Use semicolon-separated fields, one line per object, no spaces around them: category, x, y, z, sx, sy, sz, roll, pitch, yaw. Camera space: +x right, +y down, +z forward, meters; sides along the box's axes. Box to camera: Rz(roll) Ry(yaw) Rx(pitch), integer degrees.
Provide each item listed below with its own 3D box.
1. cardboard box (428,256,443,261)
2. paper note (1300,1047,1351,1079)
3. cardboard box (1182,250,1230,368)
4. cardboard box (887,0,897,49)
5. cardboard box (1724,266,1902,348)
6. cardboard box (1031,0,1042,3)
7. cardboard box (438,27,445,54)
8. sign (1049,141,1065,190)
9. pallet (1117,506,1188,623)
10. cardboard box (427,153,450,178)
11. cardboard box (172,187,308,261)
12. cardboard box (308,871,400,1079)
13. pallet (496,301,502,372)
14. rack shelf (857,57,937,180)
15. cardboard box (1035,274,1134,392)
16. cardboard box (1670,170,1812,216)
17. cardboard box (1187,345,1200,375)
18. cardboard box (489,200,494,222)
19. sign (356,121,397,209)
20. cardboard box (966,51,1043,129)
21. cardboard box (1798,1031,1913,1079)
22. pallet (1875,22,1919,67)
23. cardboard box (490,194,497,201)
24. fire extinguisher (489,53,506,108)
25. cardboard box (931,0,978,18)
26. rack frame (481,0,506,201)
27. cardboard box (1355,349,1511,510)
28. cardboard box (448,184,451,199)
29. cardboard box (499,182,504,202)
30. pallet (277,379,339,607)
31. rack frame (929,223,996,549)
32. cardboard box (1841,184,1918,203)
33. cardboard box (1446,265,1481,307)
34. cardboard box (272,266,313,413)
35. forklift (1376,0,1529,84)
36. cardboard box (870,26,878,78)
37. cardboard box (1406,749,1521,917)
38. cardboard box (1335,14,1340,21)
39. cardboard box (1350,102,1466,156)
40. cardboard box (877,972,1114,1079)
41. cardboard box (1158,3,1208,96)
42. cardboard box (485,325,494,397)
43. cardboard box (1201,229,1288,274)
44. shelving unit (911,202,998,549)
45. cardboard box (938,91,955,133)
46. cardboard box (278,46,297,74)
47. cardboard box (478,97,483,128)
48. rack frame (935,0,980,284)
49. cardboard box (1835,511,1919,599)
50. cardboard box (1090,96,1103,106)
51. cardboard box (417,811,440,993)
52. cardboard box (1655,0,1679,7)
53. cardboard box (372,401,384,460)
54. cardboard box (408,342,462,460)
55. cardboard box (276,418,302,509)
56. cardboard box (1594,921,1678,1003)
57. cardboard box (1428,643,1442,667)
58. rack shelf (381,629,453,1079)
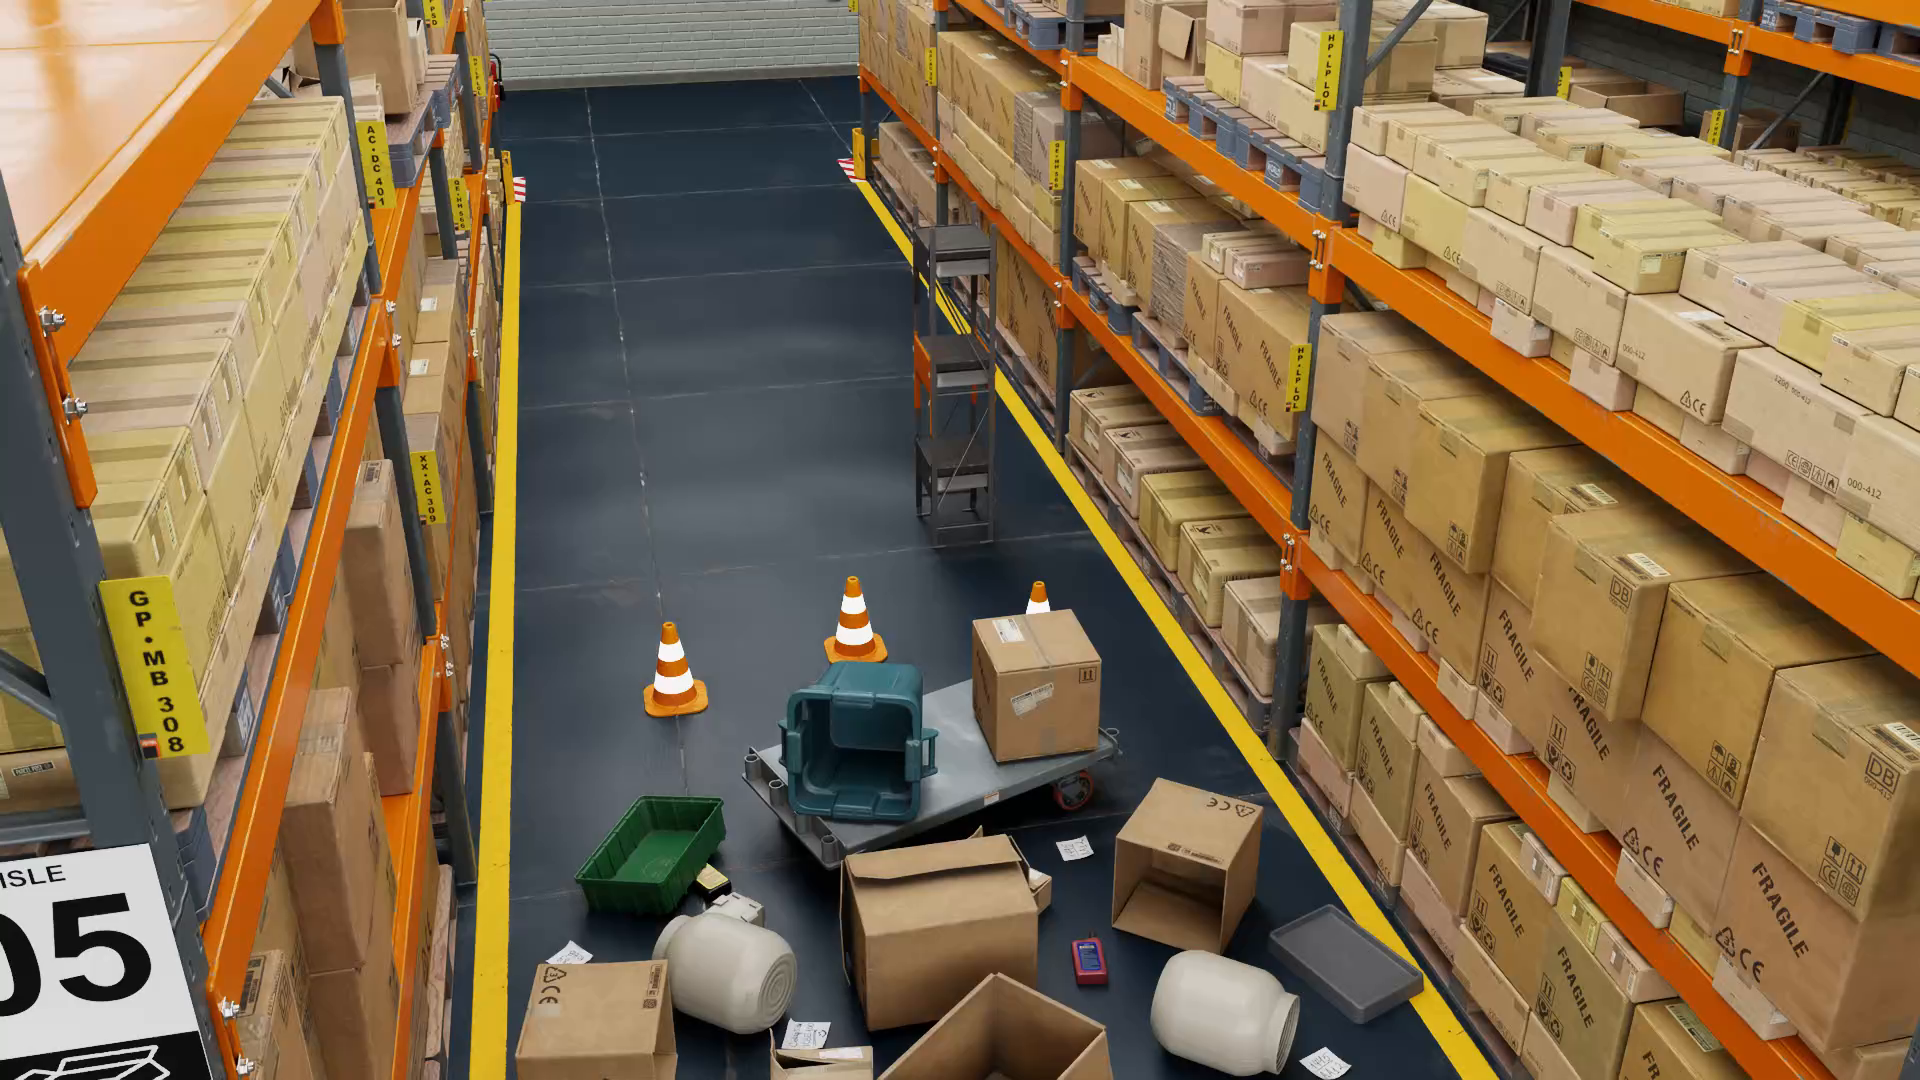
cardboard box;-3.519;-1.781;10.763;0.380;0.149;0.250;-6;27;-12
paper note;1.452;2.078;6.599;0.142;0.019;0.148;-16;31;-29
cardboard box;1.535;-1.269;9.028;0.500;0.500;0.500;-5;27;-10
cardboard box;-0.427;-5.129;16.362;0.500;0.500;0.500;-6;27;-11
cardboard box;2.473;-0.677;4.828;0.380;0.149;0.250;-6;27;-12
cardboard box;0.777;-4.023;11.485;0.700;0.500;0.500;-7;28;-14
cardboard box;-3.604;-3.369;10.656;0.500;0.500;0.500;-6;27;-12
sign;0.645;-2.495;11.079;0.100;0.325;0.005;-6;27;-12
pallet;1.631;0.087;10.344;1.003;0.211;1.213;-6;27;-12
cardboard box;-3.828;-2.629;11.783;0.380;0.149;0.250;-5;27;-10
cardboard box;-2.037;-0.866;4.624;0.380;0.149;0.250;-6;27;-12
cardboard box;-2.089;1.300;4.679;0.875;0.550;0.550;-6;27;-12
pallet;-4.340;-1.658;13.802;1.003;0.211;1.213;-6;27;-12
rack shelf;-0.167;-4.349;16.836;1.077;0.370;4.000;-6;27;-12
cardboard box;1.110;-1.587;12.456;0.875;0.875;0.875;-6;27;-12
cardboard box;2.728;-1.183;5.830;0.380;0.149;0.250;-6;27;-11
cardboard box;1.486;-1.003;9.220;0.380;0.149;0.250;-6;27;-12
cardboard box;-4.560;-3.063;15.527;0.380;0.149;0.250;-5;27;-10
sign;-2.173;-1.395;6.195;0.100;0.325;0.005;-6;27;-12
cardboard box;0.355;-3.620;13.372;0.500;0.500;0.500;-7;28;-13
cardboard box;2.695;1.446;4.836;0.380;0.149;0.250;-5;27;-10
pallet;6.515;-3.017;10.279;1.003;0.211;1.213;-5;27;-9
cardboard box;-4.733;-3.277;16.282;0.380;0.149;0.250;-5;27;-9
fire extinguisher;-5.025;-4.957;17.743;0.296;0.674;0.183;-6;27;-12
cardboard box;-0.050;-4.802;14.995;0.380;0.149;0.250;-5;27;-10
rack frame;-5.418;-5.001;17.329;1.000;3.000;0.127;-6;27;-12
cardboard box;2.068;-0.462;6.786;0.700;0.500;0.500;-6;27;-11
cardboard box;-3.767;-2.386;11.630;0.380;0.149;0.250;-6;27;-12
cardboard box;-4.940;-3.603;17.258;0.380;0.149;0.250;-5;27;-10
pallet;-2.268;-0.138;4.463;1.003;0.211;1.213;-6;27;-12
rack frame;0.018;-0.903;10.209;0.400;2.100;0.015;-6;27;-12
cardboard box;6.106;-2.258;11.064;0.380;0.149;0.250;-6;27;-11
cardboard box;2.103;-1.013;6.378;0.380;0.149;0.250;-5;27;-10
cardboard box;-2.013;-0.516;4.375;0.500;0.250;0.500;-6;27;-12
forklift;3.674;-2.530;12.511;1.130;2.935;3.031;-10;28;-19
cardboard box;-0.648;-5.134;17.481;0.500;0.500;0.500;-6;27;-12
cardboard box;2.203;1.173;6.850;0.500;0.500;0.500;-5;27;-9
cardboard box;4.171;-5.672;18.494;0.500;0.250;0.500;-6;27;-11
cardboard box;1.839;-1.691;6.837;0.380;0.149;0.250;-6;27;-13
cardboard box;0.125;2.076;6.078;0.637;0.503;0.797;19;32;32
cardboard box;1.556;-2.754;9.435;0.797;0.503;0.637;-6;27;-12
cardboard box;-3.763;-1.342;12.388;0.500;0.500;0.500;-7;28;-13
cardboard box;1.510;-1.533;8.832;0.380;0.149;0.250;-7;28;-14
shelving unit;-0.037;-1.010;10.421;0.431;2.100;0.503;-6;27;-12
cardboard box;0.108;-3.726;14.416;0.500;0.250;0.500;-7;28;-13
cardboard box;-3.438;-2.235;8.042;0.500;0.311;0.500;-6;27;-13
cardboard box;-4.501;-3.882;14.671;0.500;0.500;0.500;-6;27;-12
rack frame;0.283;-3.792;14.934;1.000;3.000;0.127;-6;27;-12
cardboard box;2.547;0.015;4.341;0.380;0.149;0.250;-6;27;-11
cardboard box;1.191;-2.985;12.115;0.500;0.500;0.500;-6;27;-11
cardboard box;-2.640;1.311;6.715;0.875;0.875;0.875;-6;27;-11
cardboard box;5.554;-4.235;12.649;0.500;0.250;0.500;-6;27;-11
cardboard box;-2.831;-0.441;7.075;0.700;0.500;0.500;-6;27;-12
cardboard box;-2.909;-0.700;8.697;0.500;0.500;0.500;-6;27;-11
cardboard box;-1.861;-0.173;4.137;0.380;0.149;0.250;-6;27;-12
cardboard box;2.405;1.412;5.657;0.380;0.149;0.250;-5;27;-10
cardboard box;2.154;0.448;6.812;0.380;0.149;0.250;-6;27;-12
rack shelf;-2.263;1.466;5.315;1.077;0.370;4.000;-6;27;-12
